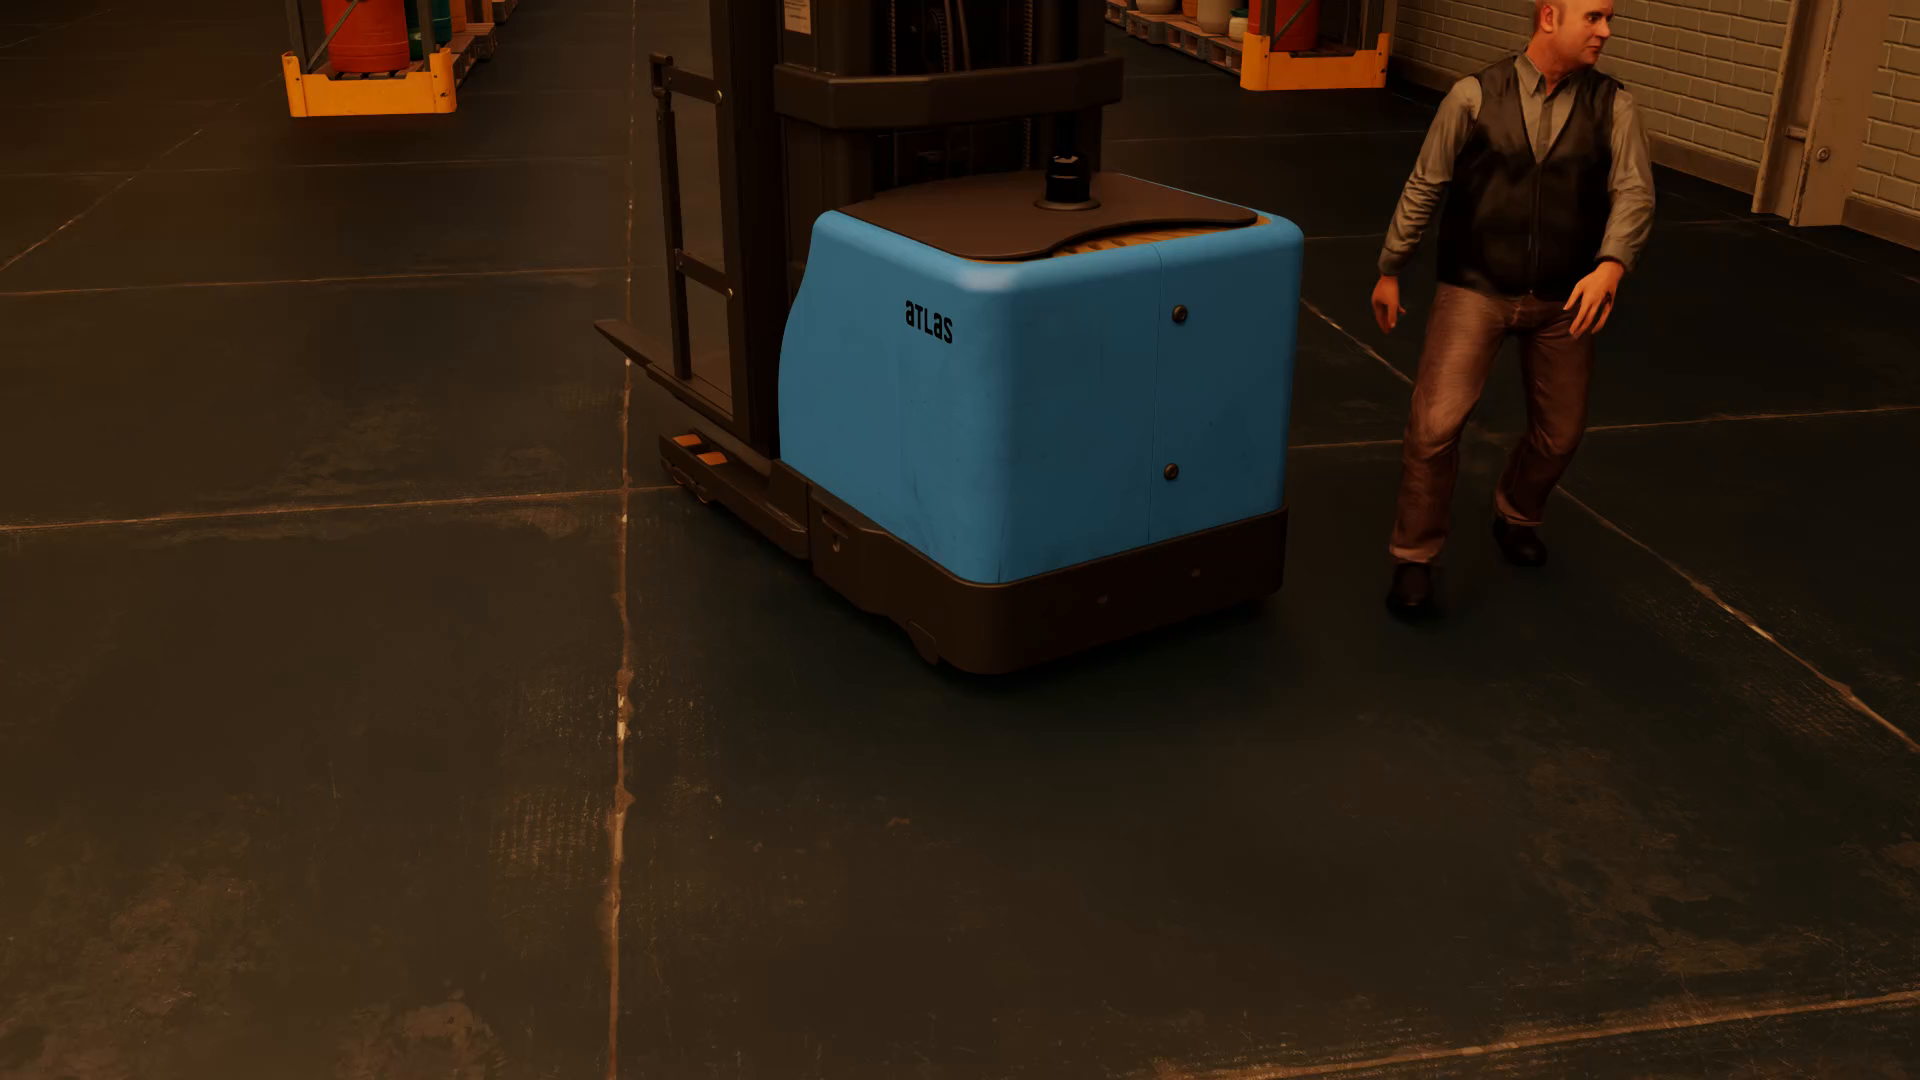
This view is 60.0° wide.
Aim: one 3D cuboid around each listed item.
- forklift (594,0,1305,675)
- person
[{"bbox_3d":[-0.325,-1.550,4.919,1.130,2.935,3.031,-14,27,-29],"label":"forklift"},{"bbox_3d":[1.458,-0.660,4.479,0.662,1.659,0.718,2,23,5],"label":"person"}]
